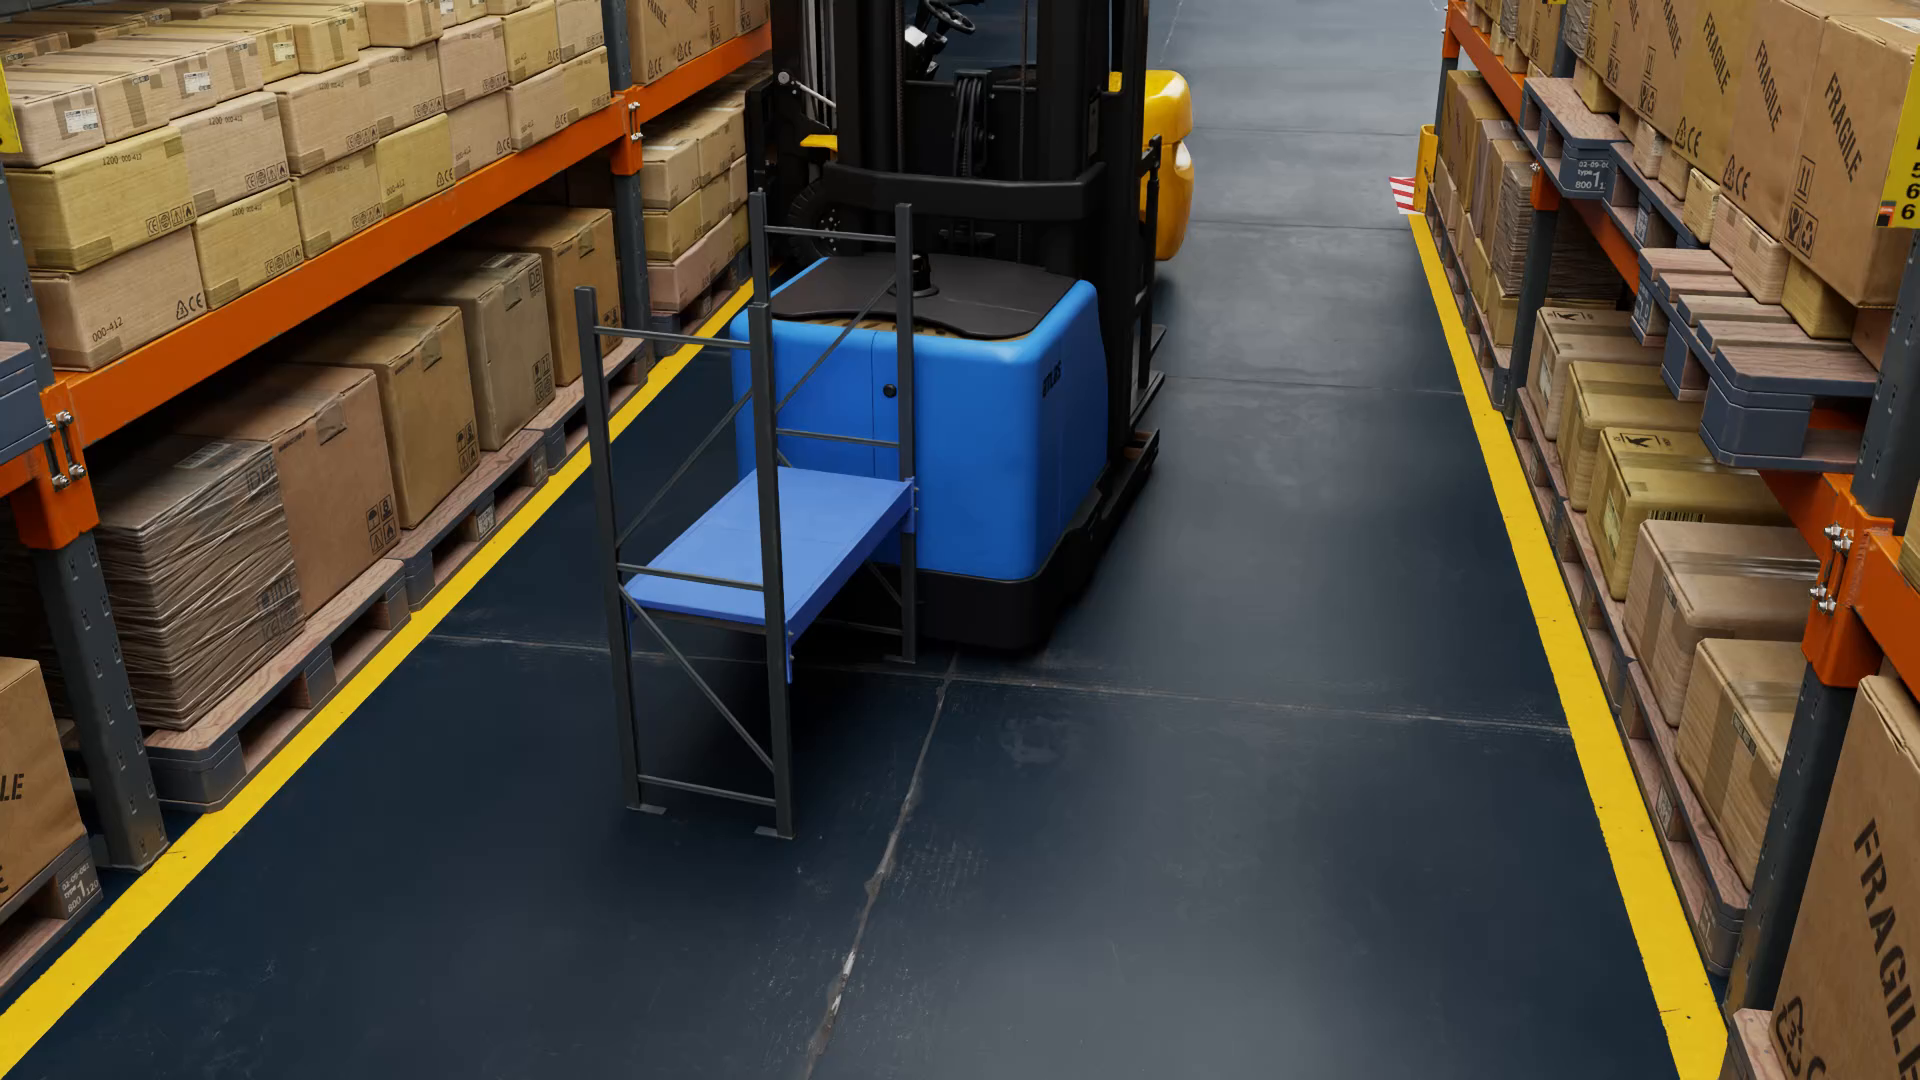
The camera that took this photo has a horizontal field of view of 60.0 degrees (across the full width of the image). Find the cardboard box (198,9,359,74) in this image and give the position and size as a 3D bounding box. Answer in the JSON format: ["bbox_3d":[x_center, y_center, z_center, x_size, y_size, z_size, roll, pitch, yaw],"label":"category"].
[{"bbox_3d":[-2.088,-1.532,5.102,0.380,0.149,0.250,5,25,10],"label":"cardboard box"}]

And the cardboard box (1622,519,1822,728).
[{"bbox_3d":[2.481,0.258,4.765,0.950,0.372,0.625,4,25,8],"label":"cardboard box"}]

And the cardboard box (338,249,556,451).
[{"bbox_3d":[-2.186,-0.784,6.693,0.875,0.625,0.625,4,25,8],"label":"cardboard box"}]

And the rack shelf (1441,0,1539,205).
[{"bbox_3d":[3.247,-2.381,8.647,1.077,0.370,4.000,4,25,9],"label":"rack shelf"}]

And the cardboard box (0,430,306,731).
[{"bbox_3d":[-2.516,0.086,4.834,0.875,0.625,0.625,5,26,10],"label":"cardboard box"}]

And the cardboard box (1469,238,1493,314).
[{"bbox_3d":[2.829,-1.304,8.246,0.500,0.250,0.500,3,25,7],"label":"cardboard box"}]

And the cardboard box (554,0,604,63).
[{"bbox_3d":[-1.805,-2.148,6.888,0.500,0.250,0.500,3,25,7],"label":"cardboard box"}]

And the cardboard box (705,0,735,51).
[{"bbox_3d":[-1.497,-2.856,8.696,0.500,0.500,0.500,4,25,8],"label":"cardboard box"}]

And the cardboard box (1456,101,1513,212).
[{"bbox_3d":[2.995,-2.071,9.000,0.500,0.500,0.500,5,25,10],"label":"cardboard box"}]

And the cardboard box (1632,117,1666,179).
[{"bbox_3d":[2.278,-1.194,5.064,0.380,0.149,0.250,5,26,11],"label":"cardboard box"}]

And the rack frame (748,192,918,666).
[{"bbox_3d":[-0.379,-0.311,5.145,0.500,1.500,0.032,8,26,16],"label":"rack frame"}]

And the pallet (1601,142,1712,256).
[{"bbox_3d":[2.550,-0.941,4.949,1.003,0.211,1.213,4,25,9],"label":"pallet"}]

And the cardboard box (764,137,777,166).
[{"bbox_3d":[-1.336,-2.196,9.562,0.500,0.250,0.500,4,25,8],"label":"cardboard box"}]

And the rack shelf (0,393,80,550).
[{"bbox_3d":[-2.958,0.623,2.230,1.077,0.370,4.000,4,25,9],"label":"rack shelf"}]

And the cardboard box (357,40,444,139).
[{"bbox_3d":[-2.073,-1.509,5.523,0.500,0.250,0.500,4,25,9],"label":"cardboard box"}]

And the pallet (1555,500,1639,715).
[{"bbox_3d":[2.597,0.230,5.509,1.003,0.211,1.213,4,25,9],"label":"pallet"}]

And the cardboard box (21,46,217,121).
[{"bbox_3d":[-2.229,-1.213,4.419,0.380,0.149,0.250,5,25,10],"label":"cardboard box"}]

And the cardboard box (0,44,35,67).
[{"bbox_3d":[-2.743,-1.250,4.499,0.380,0.149,0.250,4,25,8],"label":"cardboard box"}]

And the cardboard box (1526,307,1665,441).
[{"bbox_3d":[2.837,-0.651,6.706,0.950,0.372,0.625,4,25,9],"label":"cardboard box"}]

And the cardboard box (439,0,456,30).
[{"bbox_3d":[-1.994,-1.857,5.796,0.380,0.149,0.250,4,25,9],"label":"cardboard box"}]

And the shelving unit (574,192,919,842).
[{"bbox_3d":[-0.534,-0.106,4.706,0.538,1.500,1.048,8,26,16],"label":"shelving unit"}]

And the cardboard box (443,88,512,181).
[{"bbox_3d":[-1.990,-1.499,6.092,0.500,0.250,0.500,4,25,9],"label":"cardboard box"}]

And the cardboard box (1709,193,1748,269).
[{"bbox_3d":[2.106,-0.757,4.131,0.380,0.149,0.250,3,25,6],"label":"cardboard box"}]

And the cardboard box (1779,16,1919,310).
[{"bbox_3d":[2.066,-0.777,3.407,0.500,0.500,0.500,3,25,7],"label":"cardboard box"}]

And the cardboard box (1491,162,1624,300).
[{"bbox_3d":[2.752,-1.421,7.610,0.500,0.500,0.500,4,25,8],"label":"cardboard box"}]

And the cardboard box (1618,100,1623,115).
[{"bbox_3d":[2.498,-1.510,5.738,0.380,0.149,0.250,6,26,12],"label":"cardboard box"}]

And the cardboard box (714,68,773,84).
[{"bbox_3d":[-1.242,-2.643,9.927,0.500,0.250,0.500,4,25,9],"label":"cardboard box"}]

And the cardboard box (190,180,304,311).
[{"bbox_3d":[-2.230,-0.850,4.705,0.500,0.250,0.500,3,25,7],"label":"cardboard box"}]

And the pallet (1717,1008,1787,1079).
[{"bbox_3d":[2.063,1.390,3.031,1.003,0.211,1.213,4,25,9],"label":"pallet"}]

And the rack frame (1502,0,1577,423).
[{"bbox_3d":[2.920,-1.870,6.707,1.000,3.000,0.127,4,25,9],"label":"rack frame"}]

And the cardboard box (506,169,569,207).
[{"bbox_3d":[-2.088,-1.829,8.189,0.500,0.250,0.500,5,25,10],"label":"cardboard box"}]

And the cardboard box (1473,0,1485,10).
[{"bbox_3d":[3.059,-3.114,8.896,0.500,0.500,0.500,4,25,7],"label":"cardboard box"}]

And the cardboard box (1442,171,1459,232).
[{"bbox_3d":[3.078,-1.957,9.640,0.500,0.250,0.500,5,26,10],"label":"cardboard box"}]

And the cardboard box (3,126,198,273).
[{"bbox_3d":[-2.293,-0.865,4.147,0.500,0.250,0.500,4,25,8],"label":"cardboard box"}]

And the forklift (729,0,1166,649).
[{"bbox_3d":[0.191,-1.579,6.166,1.130,2.935,3.031,8,26,16],"label":"forklift"}]

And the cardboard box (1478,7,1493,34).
[{"bbox_3d":[3.068,-2.876,9.153,0.380,0.149,0.250,5,25,10],"label":"cardboard box"}]

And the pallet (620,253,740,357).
[{"bbox_3d":[-1.806,-1.279,8.734,1.003,0.211,1.213,4,25,9],"label":"pallet"}]

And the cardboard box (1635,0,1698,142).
[{"bbox_3d":[2.312,-1.433,4.809,0.500,0.500,0.500,3,25,6],"label":"cardboard box"}]

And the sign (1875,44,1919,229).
[{"bbox_3d":[1.730,-0.719,2.976,0.100,0.325,0.005,4,25,9],"label":"sign"}]

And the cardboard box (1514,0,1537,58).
[{"bbox_3d":[2.825,-2.469,7.518,0.500,0.500,0.500,5,26,10],"label":"cardboard box"}]

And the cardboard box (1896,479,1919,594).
[{"bbox_3d":[1.938,0.058,2.765,0.500,0.250,0.500,4,25,8],"label":"cardboard box"}]

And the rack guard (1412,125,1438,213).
[{"bbox_3d":[3.561,-2.379,10.743,1.175,0.500,0.348,4,25,9],"label":"rack guard"}]

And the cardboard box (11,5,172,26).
[{"bbox_3d":[-2.693,-1.572,5.186,0.380,0.149,0.250,4,25,8],"label":"cardboard box"}]

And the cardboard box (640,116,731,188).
[{"bbox_3d":[-1.495,-2.004,8.562,0.500,0.250,0.500,4,25,9],"label":"cardboard box"}]

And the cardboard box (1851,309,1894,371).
[{"bbox_3d":[2.088,-0.427,3.425,0.380,0.149,0.250,5,26,10],"label":"cardboard box"}]

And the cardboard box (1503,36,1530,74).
[{"bbox_3d":[2.835,-2.337,8.001,0.380,0.149,0.250,4,25,8],"label":"cardboard box"}]

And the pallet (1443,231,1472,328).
[{"bbox_3d":[3.192,-1.402,8.997,1.003,0.211,1.213,4,25,9],"label":"pallet"}]

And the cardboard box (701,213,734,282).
[{"bbox_3d":[-1.504,-1.550,8.772,0.500,0.250,0.500,3,25,7],"label":"cardboard box"}]

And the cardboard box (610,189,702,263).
[{"bbox_3d":[-1.594,-1.565,8.213,0.500,0.250,0.500,4,25,8],"label":"cardboard box"}]

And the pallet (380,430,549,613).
[{"bbox_3d":[-2.256,-0.127,6.272,1.003,0.211,1.213,4,25,9],"label":"pallet"}]

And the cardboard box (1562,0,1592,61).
[{"bbox_3d":[2.561,-2.064,6.157,0.500,0.500,0.500,5,25,10],"label":"cardboard box"}]
